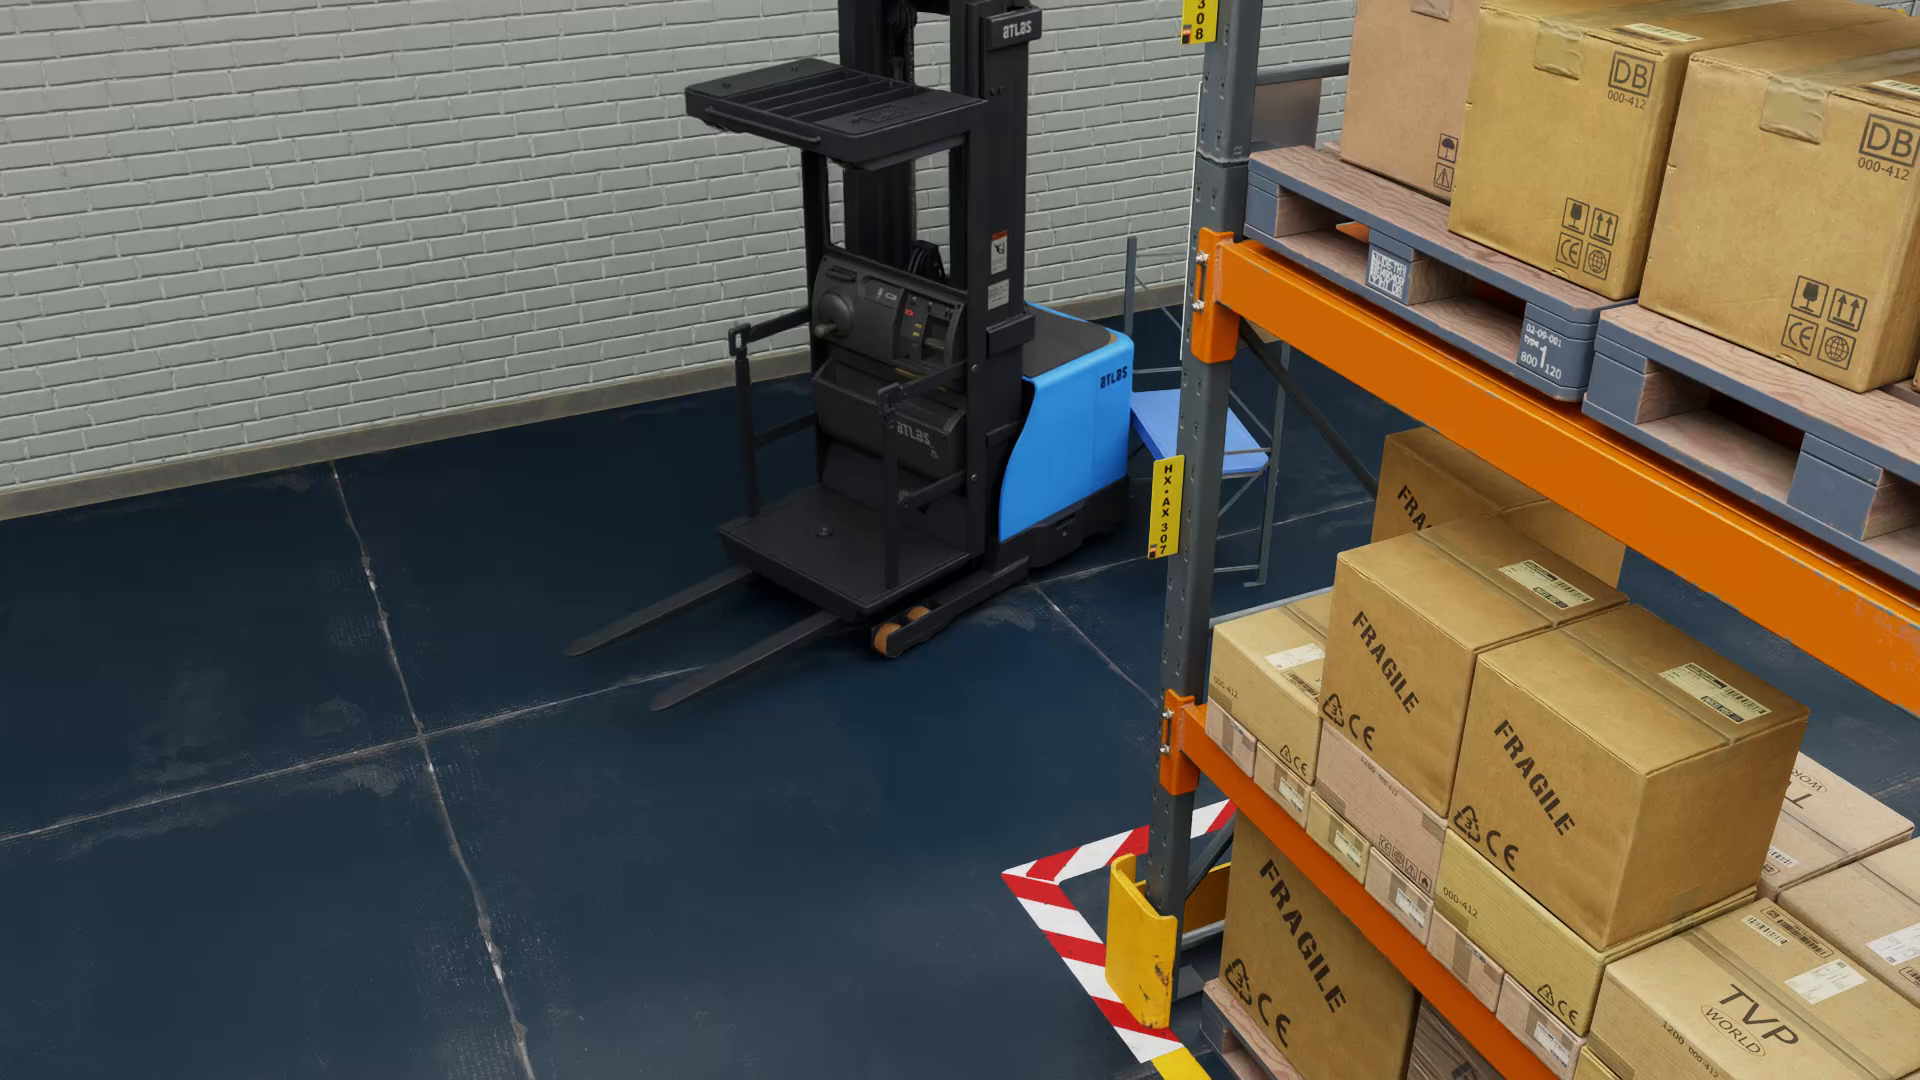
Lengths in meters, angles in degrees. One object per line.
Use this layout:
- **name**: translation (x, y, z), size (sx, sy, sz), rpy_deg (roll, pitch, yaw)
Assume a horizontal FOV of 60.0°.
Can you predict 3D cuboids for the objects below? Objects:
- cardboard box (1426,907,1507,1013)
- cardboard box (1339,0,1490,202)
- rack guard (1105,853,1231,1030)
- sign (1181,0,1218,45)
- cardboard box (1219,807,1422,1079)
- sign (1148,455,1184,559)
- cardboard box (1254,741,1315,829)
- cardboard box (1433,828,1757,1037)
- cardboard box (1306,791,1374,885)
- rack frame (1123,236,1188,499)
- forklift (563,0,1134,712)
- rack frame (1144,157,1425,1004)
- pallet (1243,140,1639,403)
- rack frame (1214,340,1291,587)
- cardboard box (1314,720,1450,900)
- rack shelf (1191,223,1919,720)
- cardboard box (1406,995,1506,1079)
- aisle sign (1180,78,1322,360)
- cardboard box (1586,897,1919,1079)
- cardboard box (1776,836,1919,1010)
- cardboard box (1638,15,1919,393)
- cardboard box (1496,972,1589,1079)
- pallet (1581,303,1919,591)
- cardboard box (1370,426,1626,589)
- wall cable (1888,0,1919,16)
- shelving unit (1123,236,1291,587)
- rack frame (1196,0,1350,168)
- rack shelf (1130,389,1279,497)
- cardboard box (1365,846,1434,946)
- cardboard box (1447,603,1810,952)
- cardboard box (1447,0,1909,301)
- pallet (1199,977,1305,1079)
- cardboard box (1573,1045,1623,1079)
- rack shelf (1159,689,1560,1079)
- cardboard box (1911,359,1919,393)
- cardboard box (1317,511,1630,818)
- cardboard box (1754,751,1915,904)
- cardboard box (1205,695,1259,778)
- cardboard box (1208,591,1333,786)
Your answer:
- **cardboard box**: translation (1.406, 0.993, 4.169), size (0.380, 0.149, 0.250), rpy_deg (-14, 32, -23)
- **cardboard box**: translation (1.381, -1.157, 4.045), size (0.700, 0.500, 0.500), rpy_deg (-15, 33, -25)
- **rack guard**: translation (1.099, 1.283, 5.950), size (1.175, 0.500, 0.348), rpy_deg (-13, 32, -22)
- **sign**: translation (0.605, -1.407, 4.150), size (0.100, 0.325, 0.005), rpy_deg (-13, 32, -22)
- **cardboard box**: translation (1.456, 1.213, 5.263), size (0.875, 0.875, 0.875), rpy_deg (-13, 32, -22)
- **sign**: translation (0.605, -0.095, 4.886), size (0.100, 0.325, 0.005), rpy_deg (-13, 32, -22)
- **cardboard box**: translation (1.075, 0.652, 4.777), size (0.380, 0.149, 0.250), rpy_deg (-14, 32, -23)
- **cardboard box**: translation (1.513, 0.859, 4.000), size (0.500, 0.250, 0.500), rpy_deg (-14, 32, -24)
- **cardboard box**: translation (1.185, 0.765, 4.575), size (0.380, 0.149, 0.250), rpy_deg (-14, 32, -23)
- **rack frame**: translation (1.098, -0.901, 8.824), size (0.500, 1.500, 0.032), rpy_deg (-5, 30, -9)
- **forklift**: translation (-0.486, -1.010, 7.554), size (1.130, 2.935, 3.031), rpy_deg (25, 38, 37)
- **rack frame**: translation (1.109, 0.204, 5.320), size (1.000, 3.000, 0.127), rpy_deg (-13, 32, -22)
- **pallet**: translation (1.437, -0.740, 4.027), size (1.003, 0.211, 1.213), rpy_deg (-13, 32, -22)
- **rack frame**: translation (1.286, -0.413, 7.953), size (0.500, 1.500, 0.032), rpy_deg (-5, 30, -9)
- **cardboard box**: translation (1.300, 0.636, 4.398), size (0.500, 0.250, 0.500), rpy_deg (-13, 32, -23)
- **rack shelf**: translation (1.968, 0.093, 3.187), size (1.077, 0.370, 4.000), rpy_deg (-13, 32, -22)
- **cardboard box**: translation (1.847, 1.615, 4.546), size (0.875, 0.875, 0.875), rpy_deg (-13, 32, -22)
- **aisle sign**: translation (0.807, -0.899, 4.628), size (0.394, 0.787, 0.004), rpy_deg (-13, 32, -22)
- **cardboard box**: translation (1.742, 1.088, 3.591), size (0.500, 0.250, 0.500), rpy_deg (-14, 32, -23)
- **cardboard box**: translation (2.220, 0.976, 3.792), size (0.500, 0.250, 0.500), rpy_deg (-13, 32, -22)
- **cardboard box**: translation (1.779, -0.664, 3.167), size (0.700, 0.500, 0.500), rpy_deg (-15, 33, -25)
- **cardboard box**: translation (1.518, 1.107, 3.966), size (0.380, 0.149, 0.250), rpy_deg (-13, 32, -23)
- **pallet**: translation (1.965, -0.201, 3.065), size (1.003, 0.211, 1.213), rpy_deg (-13, 32, -22)
- **cardboard box**: translation (1.556, -0.028, 4.815), size (0.500, 0.500, 0.500), rpy_deg (-13, 32, -21)
- **wall cable**: translation (7.618, -4.820, 13.208), size (0.585, 1.953, 0.123), rpy_deg (-13, 32, -22)
- **shelving unit**: translation (1.192, -0.657, 8.388), size (0.538, 1.500, 1.048), rpy_deg (-5, 30, -9)
- **rack frame**: translation (1.109, -2.413, 3.853), size (1.000, 3.000, 0.127), rpy_deg (-13, 32, -22)
- **rack shelf**: translation (1.192, -0.500, 8.476), size (0.538, 0.185, 1.000), rpy_deg (-5, 30, -9)
- **cardboard box**: translation (1.298, 0.880, 4.370), size (0.380, 0.149, 0.250), rpy_deg (-14, 32, -23)
- **cardboard box**: translation (1.514, 0.529, 3.821), size (0.500, 0.500, 0.500), rpy_deg (-14, 32, -23)
- **cardboard box**: translation (1.513, -0.883, 3.557), size (0.700, 0.500, 0.500), rpy_deg (-14, 32, -24)
- **pallet**: translation (1.523, 1.757, 5.401), size (1.003, 0.211, 1.213), rpy_deg (-13, 32, -22)
- **cardboard box**: translation (1.625, 1.219, 3.767), size (0.380, 0.149, 0.250), rpy_deg (-14, 32, -23)
- **rack shelf**: translation (1.968, 1.401, 3.920), size (1.077, 0.370, 4.000), rpy_deg (-13, 32, -22)
- **cardboard box**: translation (2.113, -0.440, 2.768), size (0.700, 0.500, 0.500), rpy_deg (-12, 31, -20)
- **cardboard box**: translation (1.286, 0.302, 4.227), size (0.500, 0.500, 0.500), rpy_deg (-14, 32, -23)
- **cardboard box**: translation (1.993, 0.747, 4.201), size (0.500, 0.250, 0.500), rpy_deg (-14, 32, -24)
- **cardboard box**: translation (0.963, 0.539, 4.978), size (0.380, 0.149, 0.250), rpy_deg (-13, 32, -21)
- **cardboard box**: translation (1.071, 0.408, 4.805), size (0.500, 0.250, 0.500), rpy_deg (-14, 32, -23)
